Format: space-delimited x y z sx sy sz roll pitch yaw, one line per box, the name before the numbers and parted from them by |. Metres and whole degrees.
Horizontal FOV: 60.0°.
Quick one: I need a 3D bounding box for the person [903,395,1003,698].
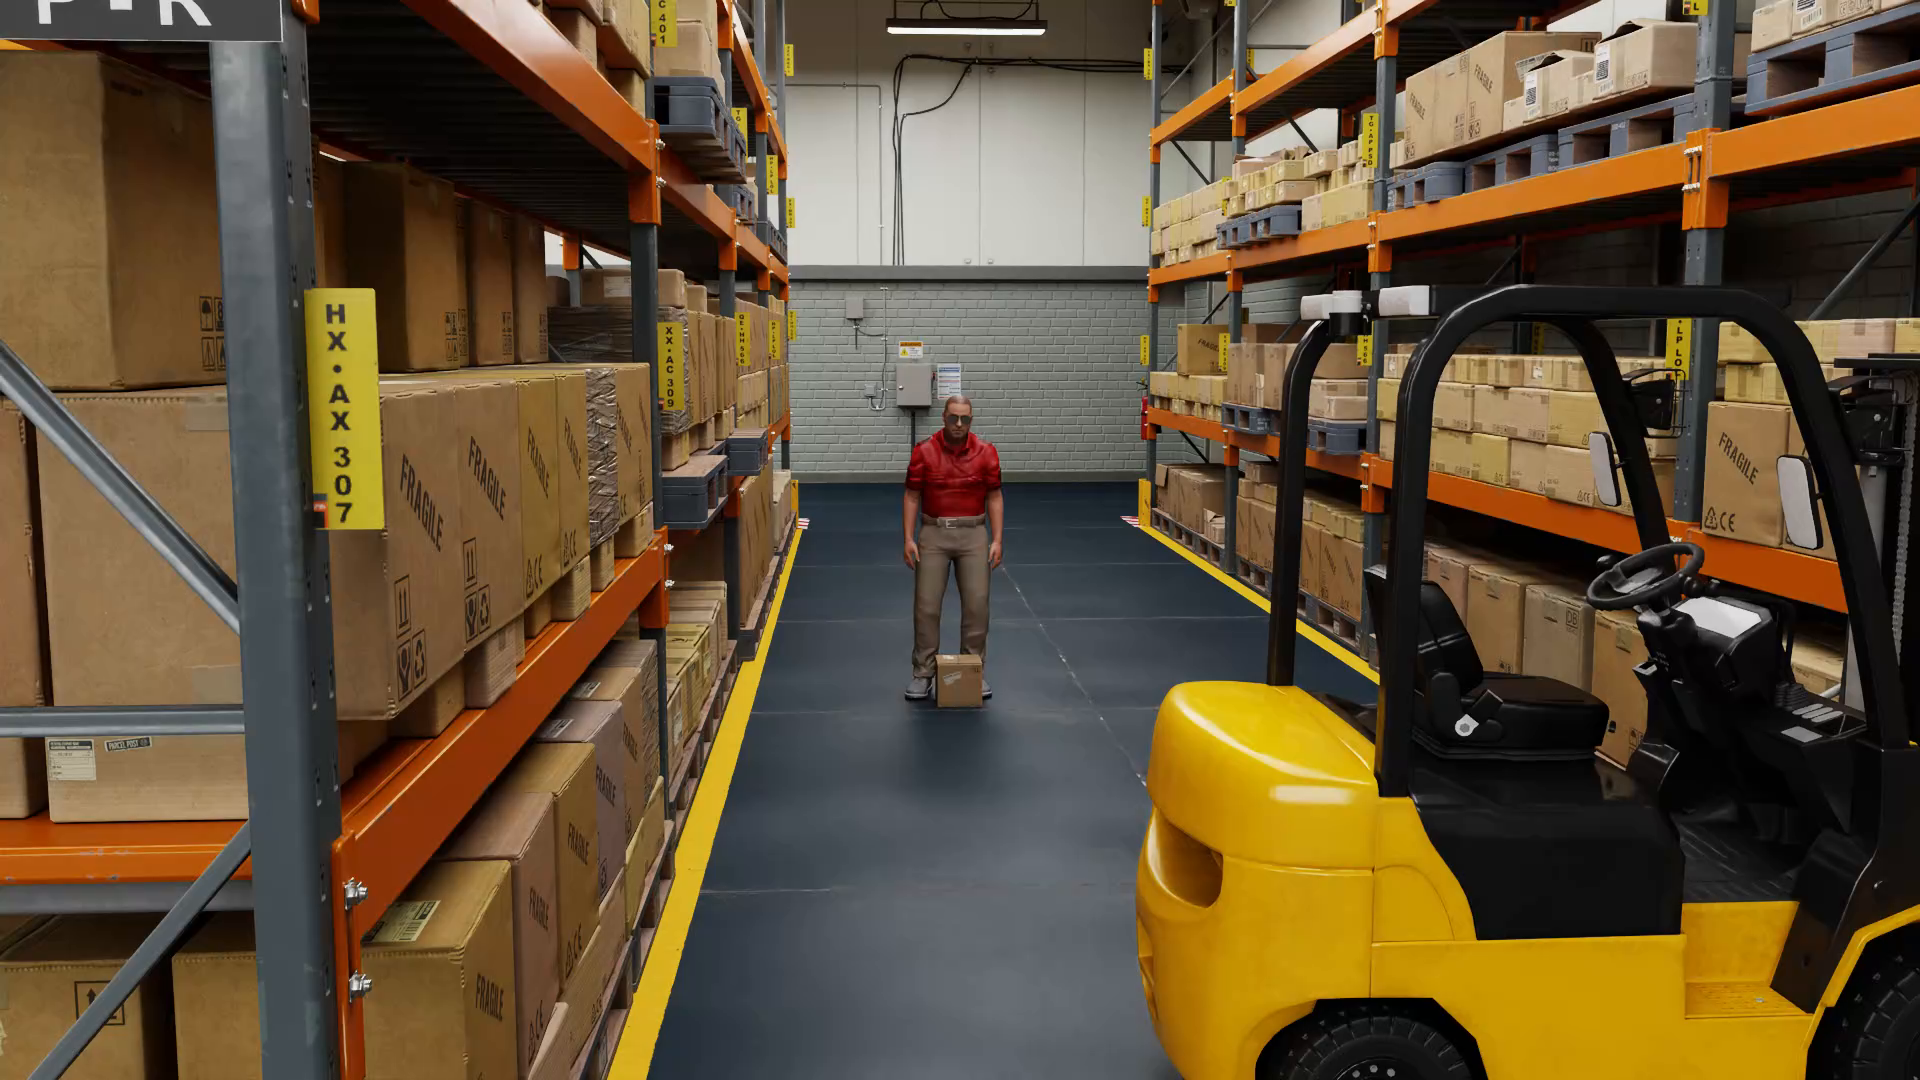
person | -0.038 0.030 9.551 0.583 1.726 0.394 -1 7 -4
